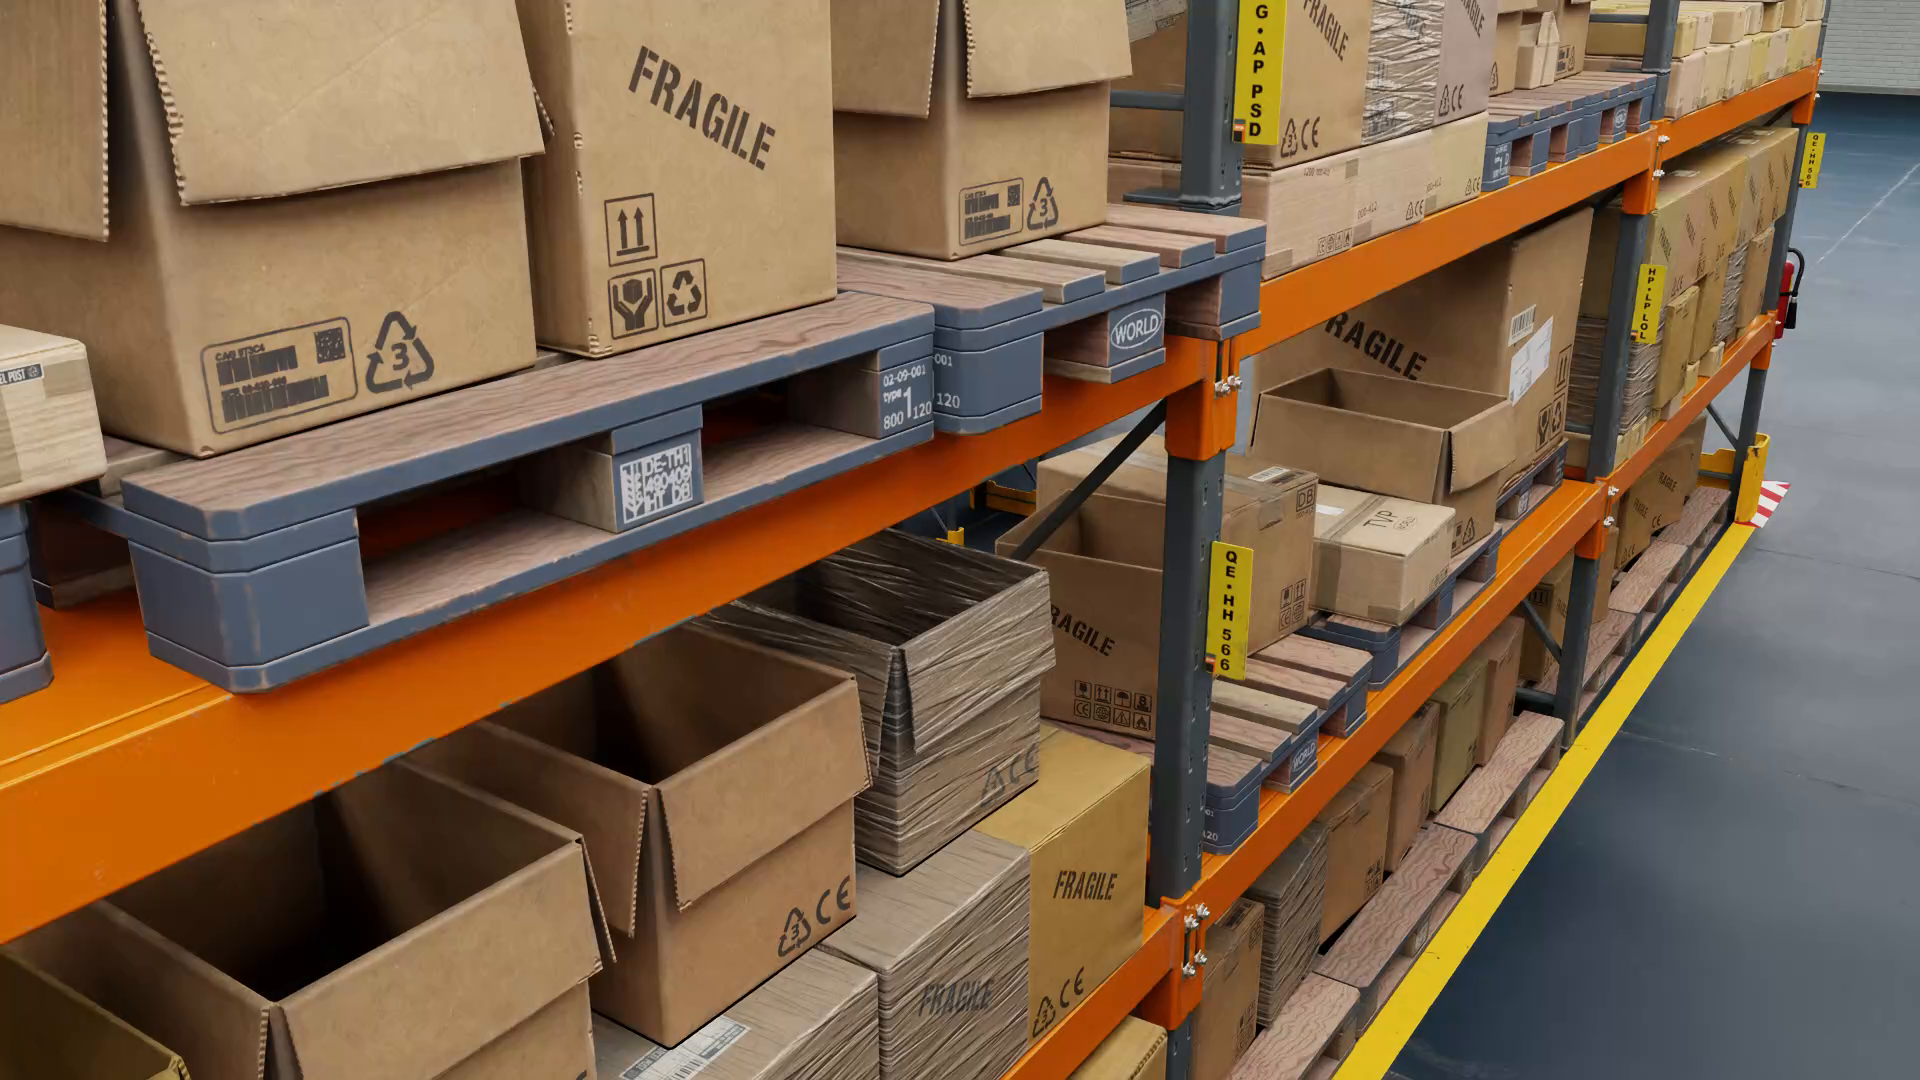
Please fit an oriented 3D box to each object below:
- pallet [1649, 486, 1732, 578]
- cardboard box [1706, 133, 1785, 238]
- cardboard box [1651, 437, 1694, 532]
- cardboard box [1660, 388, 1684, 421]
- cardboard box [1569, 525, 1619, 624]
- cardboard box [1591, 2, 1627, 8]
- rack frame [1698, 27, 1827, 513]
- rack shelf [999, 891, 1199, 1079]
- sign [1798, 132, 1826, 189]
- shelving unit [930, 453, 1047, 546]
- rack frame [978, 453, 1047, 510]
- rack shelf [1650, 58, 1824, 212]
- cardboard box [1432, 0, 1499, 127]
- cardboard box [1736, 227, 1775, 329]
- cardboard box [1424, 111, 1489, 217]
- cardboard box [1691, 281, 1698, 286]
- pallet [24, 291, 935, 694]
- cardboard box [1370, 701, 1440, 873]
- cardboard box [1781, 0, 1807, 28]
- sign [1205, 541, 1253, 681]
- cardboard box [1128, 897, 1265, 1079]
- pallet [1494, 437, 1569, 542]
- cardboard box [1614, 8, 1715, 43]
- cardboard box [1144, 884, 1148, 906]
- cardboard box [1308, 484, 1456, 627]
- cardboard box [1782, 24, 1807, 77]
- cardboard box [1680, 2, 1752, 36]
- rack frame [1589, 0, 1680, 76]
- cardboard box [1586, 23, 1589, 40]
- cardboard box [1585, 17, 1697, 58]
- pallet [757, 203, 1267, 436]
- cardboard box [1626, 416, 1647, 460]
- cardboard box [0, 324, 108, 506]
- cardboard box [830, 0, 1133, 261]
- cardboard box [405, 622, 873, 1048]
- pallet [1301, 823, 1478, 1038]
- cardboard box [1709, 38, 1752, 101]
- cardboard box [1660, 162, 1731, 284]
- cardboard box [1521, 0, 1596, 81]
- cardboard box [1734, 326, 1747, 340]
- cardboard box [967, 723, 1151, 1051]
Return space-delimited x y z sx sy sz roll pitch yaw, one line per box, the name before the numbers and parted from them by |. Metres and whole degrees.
pallet | 4.126 -0.139 10.336 1.003 0.211 1.213 13 24 32
cardboard box | 4.274 -1.999 9.333 0.500 0.500 0.500 13 24 32
cardboard box | 3.982 -0.365 9.926 0.500 0.500 0.500 -17 26 -38
cardboard box | 3.352 -0.716 8.239 0.380 0.149 0.250 13 24 32
cardboard box | 2.980 0.156 8.518 0.500 0.500 0.500 -15 25 -35
cardboard box | 3.086 -2.599 8.286 0.380 0.149 0.250 15 25 34
rack frame | 4.655 -1.695 10.523 1.000 3.000 0.127 13 24 32
rack shelf | -0.967 1.512 2.891 1.077 0.370 4.000 13 24 32
sign | 5.102 -2.272 9.959 0.100 0.325 0.005 13 24 32
shelving unit | 0.043 -0.725 10.064 0.587 1.500 1.083 13 24 32
rack frame | 0.334 -0.874 10.465 0.500 1.500 0.032 13 24 32
rack shelf | 3.530 -2.190 8.576 1.077 0.370 4.000 13 24 32
cardboard box | 1.200 -1.463 4.707 0.500 0.500 0.500 12 24 30
cardboard box | 4.141 -1.562 9.591 0.875 0.500 0.500 13 24 32
cardboard box | 1.202 -1.118 4.855 0.500 0.250 0.500 14 24 33
cardboard box | 3.218 -1.150 8.478 0.875 0.500 0.500 13 24 32
pallet | -0.787 -0.201 2.433 1.003 0.211 1.213 15 25 34
cardboard box | 1.445 0.885 6.518 0.700 0.500 0.500 11 23 27
cardboard box | 4.329 -2.849 8.962 0.380 0.149 0.250 13 24 32
sign | 0.618 0.165 3.826 0.100 0.325 0.005 13 24 32
cardboard box | 0.518 1.371 5.205 0.700 0.500 0.500 12 23 29
pallet | 1.856 -0.266 6.937 1.003 0.211 1.213 13 24 32
cardboard box | 3.210 -2.346 7.601 0.380 0.149 0.250 14 25 33
cardboard box | 0.509 1.017 5.080 0.500 0.250 0.500 14 25 34
cardboard box | 1.290 0.038 5.449 0.500 0.250 0.500 12 24 30
cardboard box | 4.316 -2.700 9.132 0.500 0.250 0.500 13 24 32
cardboard box | 3.662 -2.566 8.195 0.380 0.149 0.250 14 24 33
rack frame | 2.406 -3.361 6.379 1.000 3.000 0.127 13 24 32
cardboard box | 2.576 -2.279 7.420 0.380 0.149 0.250 14 24 32
cardboard box | 2.844 -2.104 6.946 0.380 0.149 0.250 12 24 30
pallet | -0.160 -0.523 3.302 1.213 0.211 1.003 15 25 34
cardboard box | 2.927 -0.501 7.659 0.380 0.149 0.250 13 24 32
cardboard box | -1.130 -0.136 1.741 0.380 0.149 0.250 12 24 30
cardboard box | -0.126 -0.863 3.195 0.797 0.503 0.637 15 25 35
cardboard box | -0.635 0.476 3.063 0.797 0.503 0.637 14 24 33
pallet | 1.285 1.336 6.349 1.003 0.211 1.213 13 24 32
cardboard box | 3.452 -2.256 7.933 0.500 0.250 0.500 12 24 30
cardboard box | 3.431 -1.569 8.169 0.500 0.500 0.500 13 24 32
cardboard box | 2.060 -2.084 6.497 0.797 0.503 0.637 12 23 29
cardboard box | 4.426 -1.301 9.822 0.380 0.149 0.250 13 24 32
cardboard box | 0.085 0.744 3.787 0.500 0.500 0.500 14 25 33
